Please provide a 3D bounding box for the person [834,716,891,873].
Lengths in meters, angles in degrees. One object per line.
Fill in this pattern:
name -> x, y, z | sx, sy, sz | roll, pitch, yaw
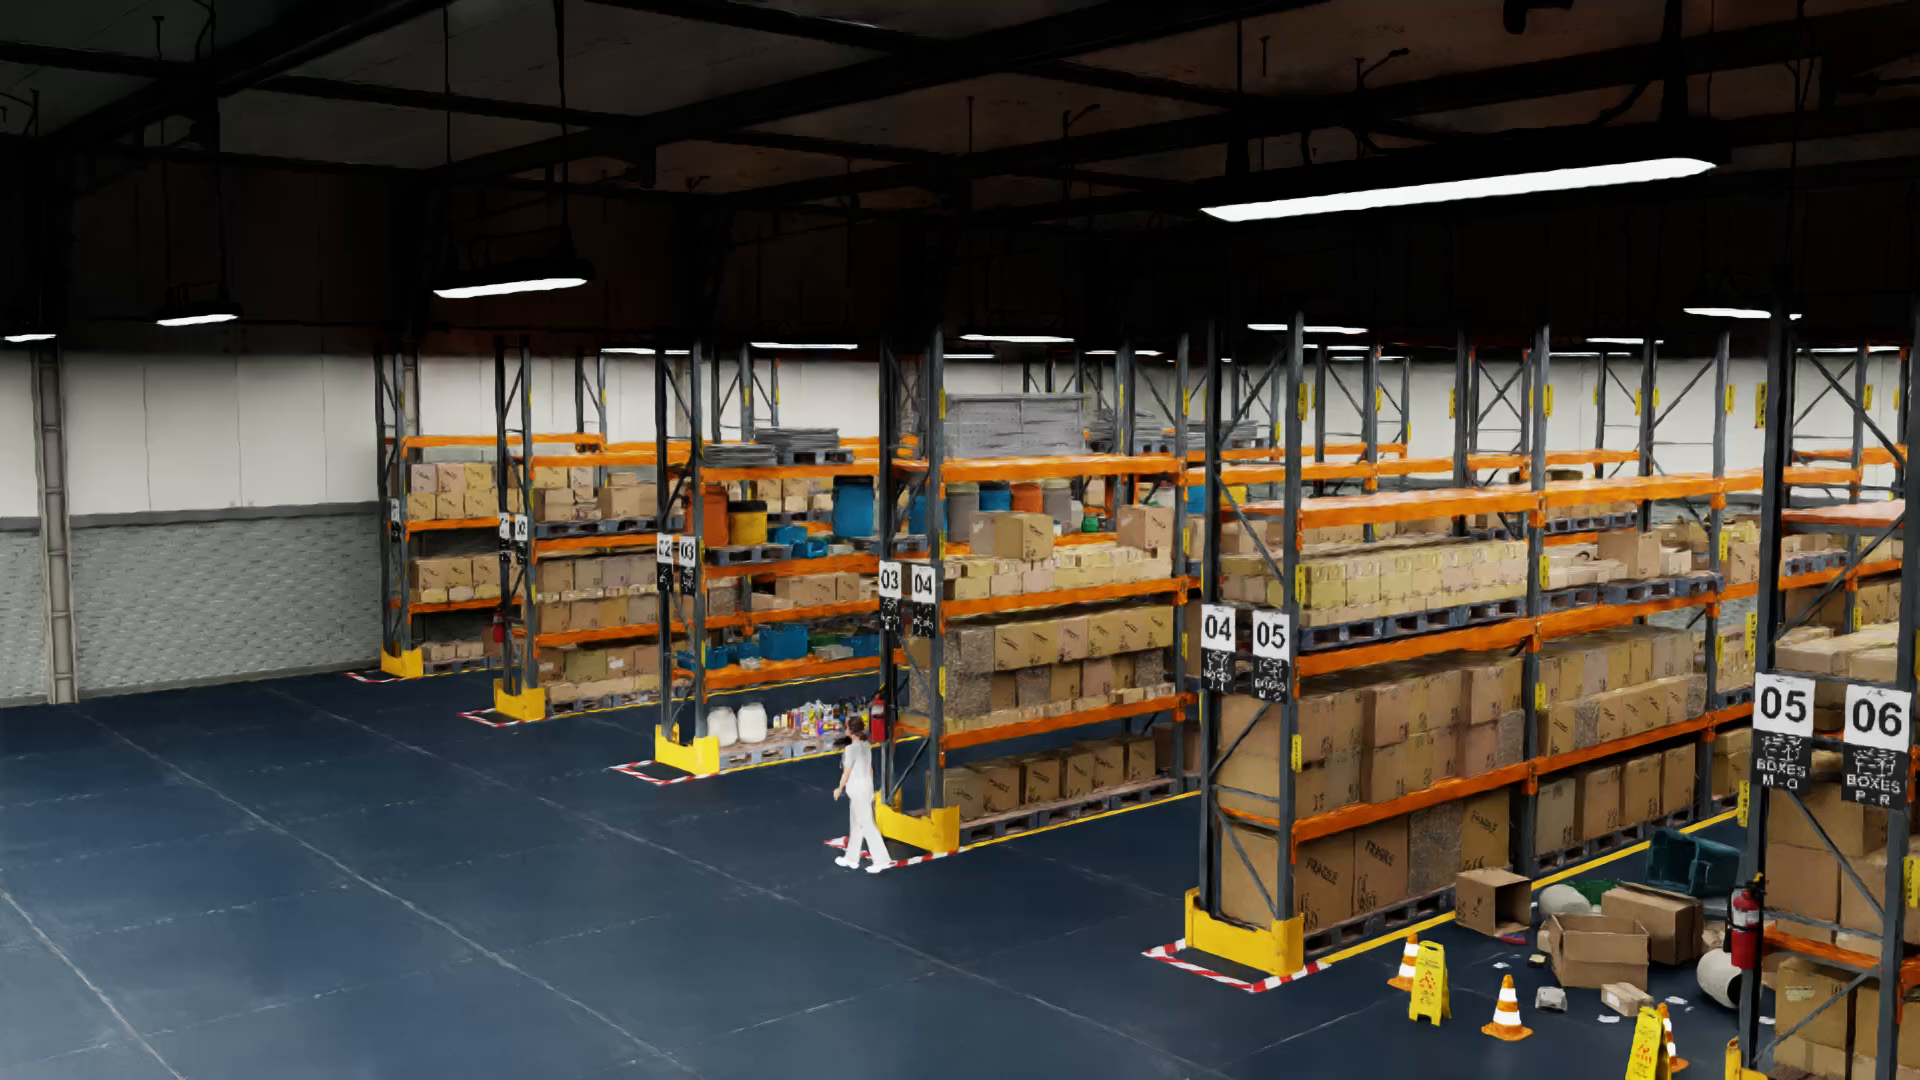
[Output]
person -> -1.061, 2.785, 17.849 | 0.701, 1.527, 0.485 | 2, 6, 20
